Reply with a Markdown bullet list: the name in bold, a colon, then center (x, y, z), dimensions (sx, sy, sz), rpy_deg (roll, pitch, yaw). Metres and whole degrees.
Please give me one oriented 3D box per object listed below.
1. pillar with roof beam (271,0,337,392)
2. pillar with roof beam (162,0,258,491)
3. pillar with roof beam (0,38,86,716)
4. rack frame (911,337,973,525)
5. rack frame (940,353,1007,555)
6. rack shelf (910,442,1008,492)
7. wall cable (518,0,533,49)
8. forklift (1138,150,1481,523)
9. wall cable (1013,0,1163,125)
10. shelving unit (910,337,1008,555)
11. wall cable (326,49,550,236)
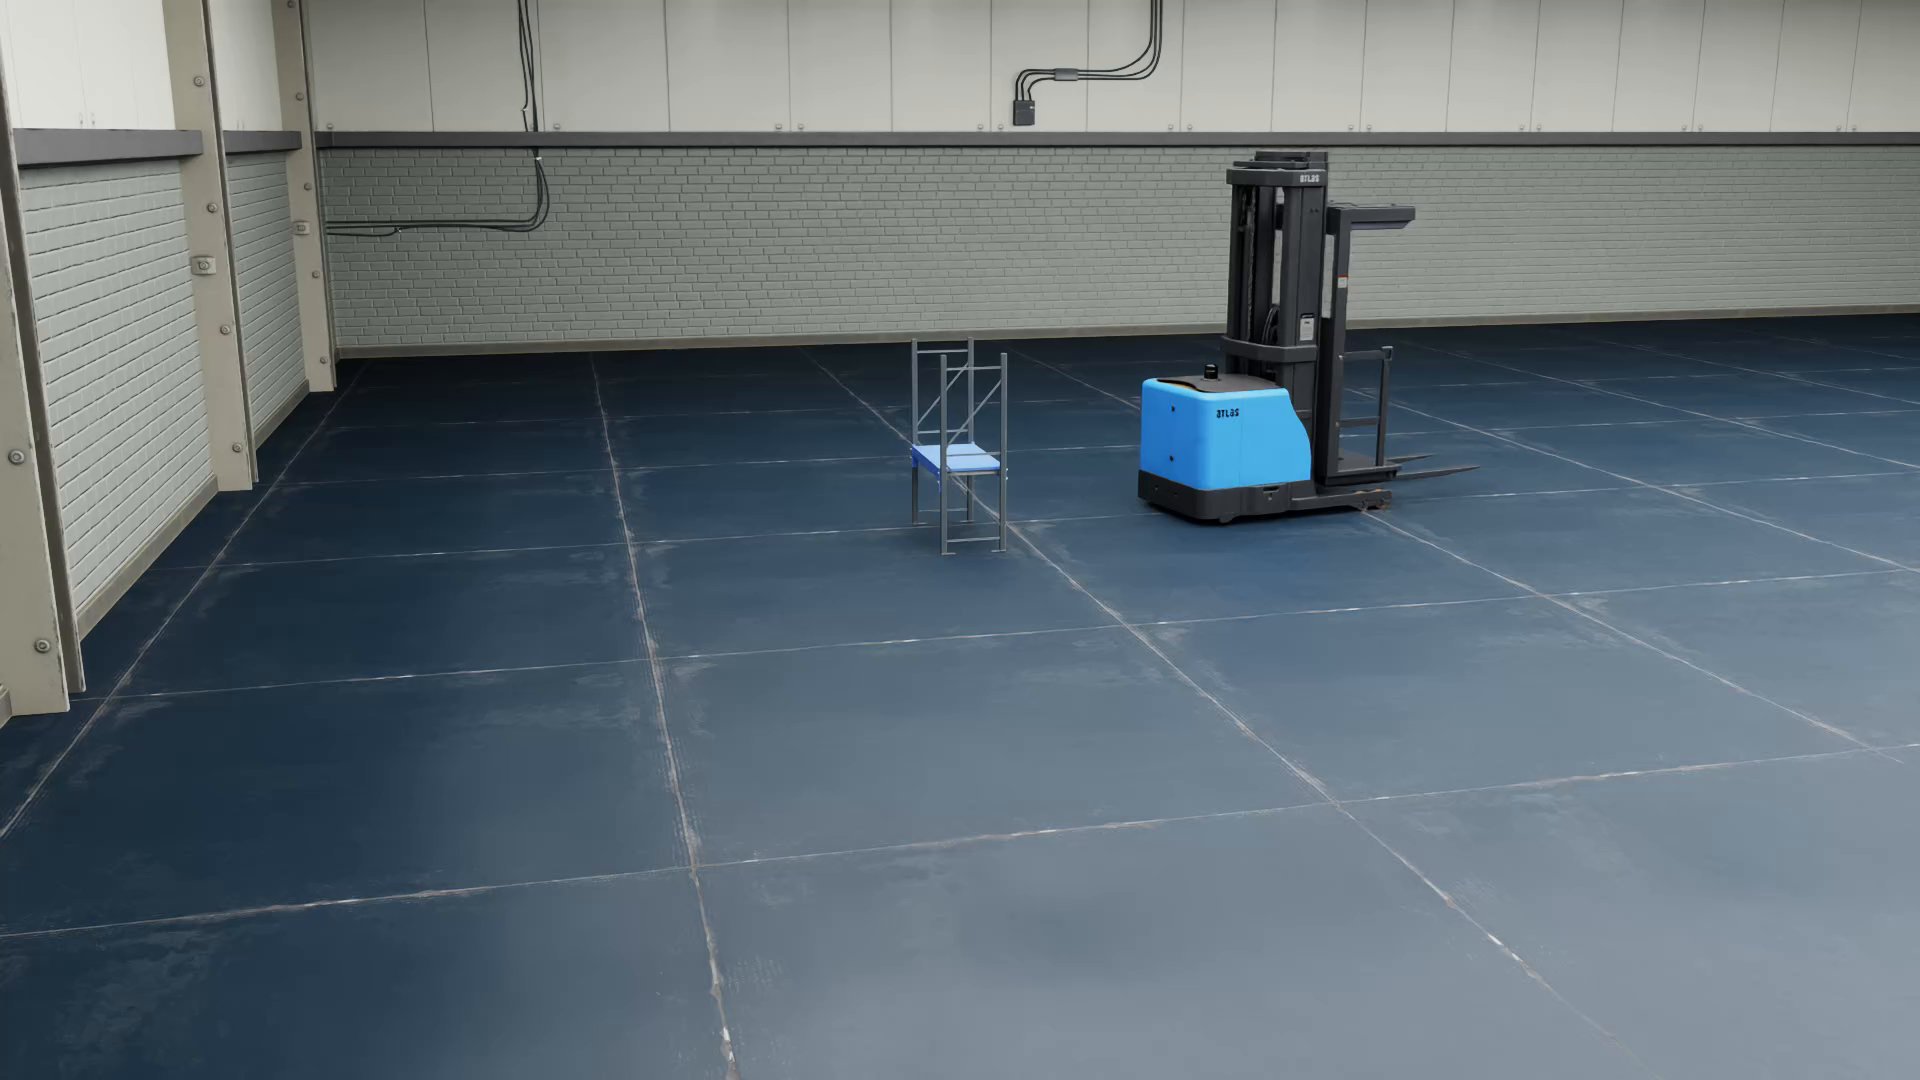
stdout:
- **pillar with roof beam**: center (-3.709, -6.479, 20.485), dimensions (9.100, 9.000, 0.400), rpy_deg (-3, 14, -13)
- **pillar with roof beam**: center (-2.300, -5.095, 14.819), dimensions (9.100, 9.000, 0.400), rpy_deg (-3, 14, -13)
- **pillar with roof beam**: center (-0.891, -3.710, 9.154), dimensions (9.100, 9.000, 0.400), rpy_deg (-3, 14, -13)
- **rack frame**: center (-0.139, -0.866, 13.310), dimensions (0.500, 1.500, 0.032), rpy_deg (-3, 14, -13)
- **rack frame**: center (0.099, -0.631, 12.350), dimensions (0.500, 1.500, 0.032), rpy_deg (-3, 14, -13)
- **rack shelf**: center (-0.020, -0.574, 12.872), dimensions (0.538, 0.185, 1.000), rpy_deg (-3, 14, -13)
- **wall cable**: center (-4.670, -8.088, 22.972), dimensions (3.097, 2.526, 0.112), rpy_deg (-3, 14, -13)
- **forklift**: center (3.070, -1.773, 14.010), dimensions (3.031, 2.935, 1.130), rpy_deg (-6, 15, -24)
- **wall cable**: center (1.932, -9.170, 24.333), dimensions (2.305, 6.003, 0.169), rpy_deg (-3, 14, -13)
- **shelving unit**: center (-0.020, -0.748, 12.830), dimensions (0.538, 1.500, 1.048), rpy_deg (-3, 14, -13)
- **wall cable**: center (-7.300, -5.484, 22.955), dimensions (3.097, 2.526, 0.112), rpy_deg (-3, 14, -13)
